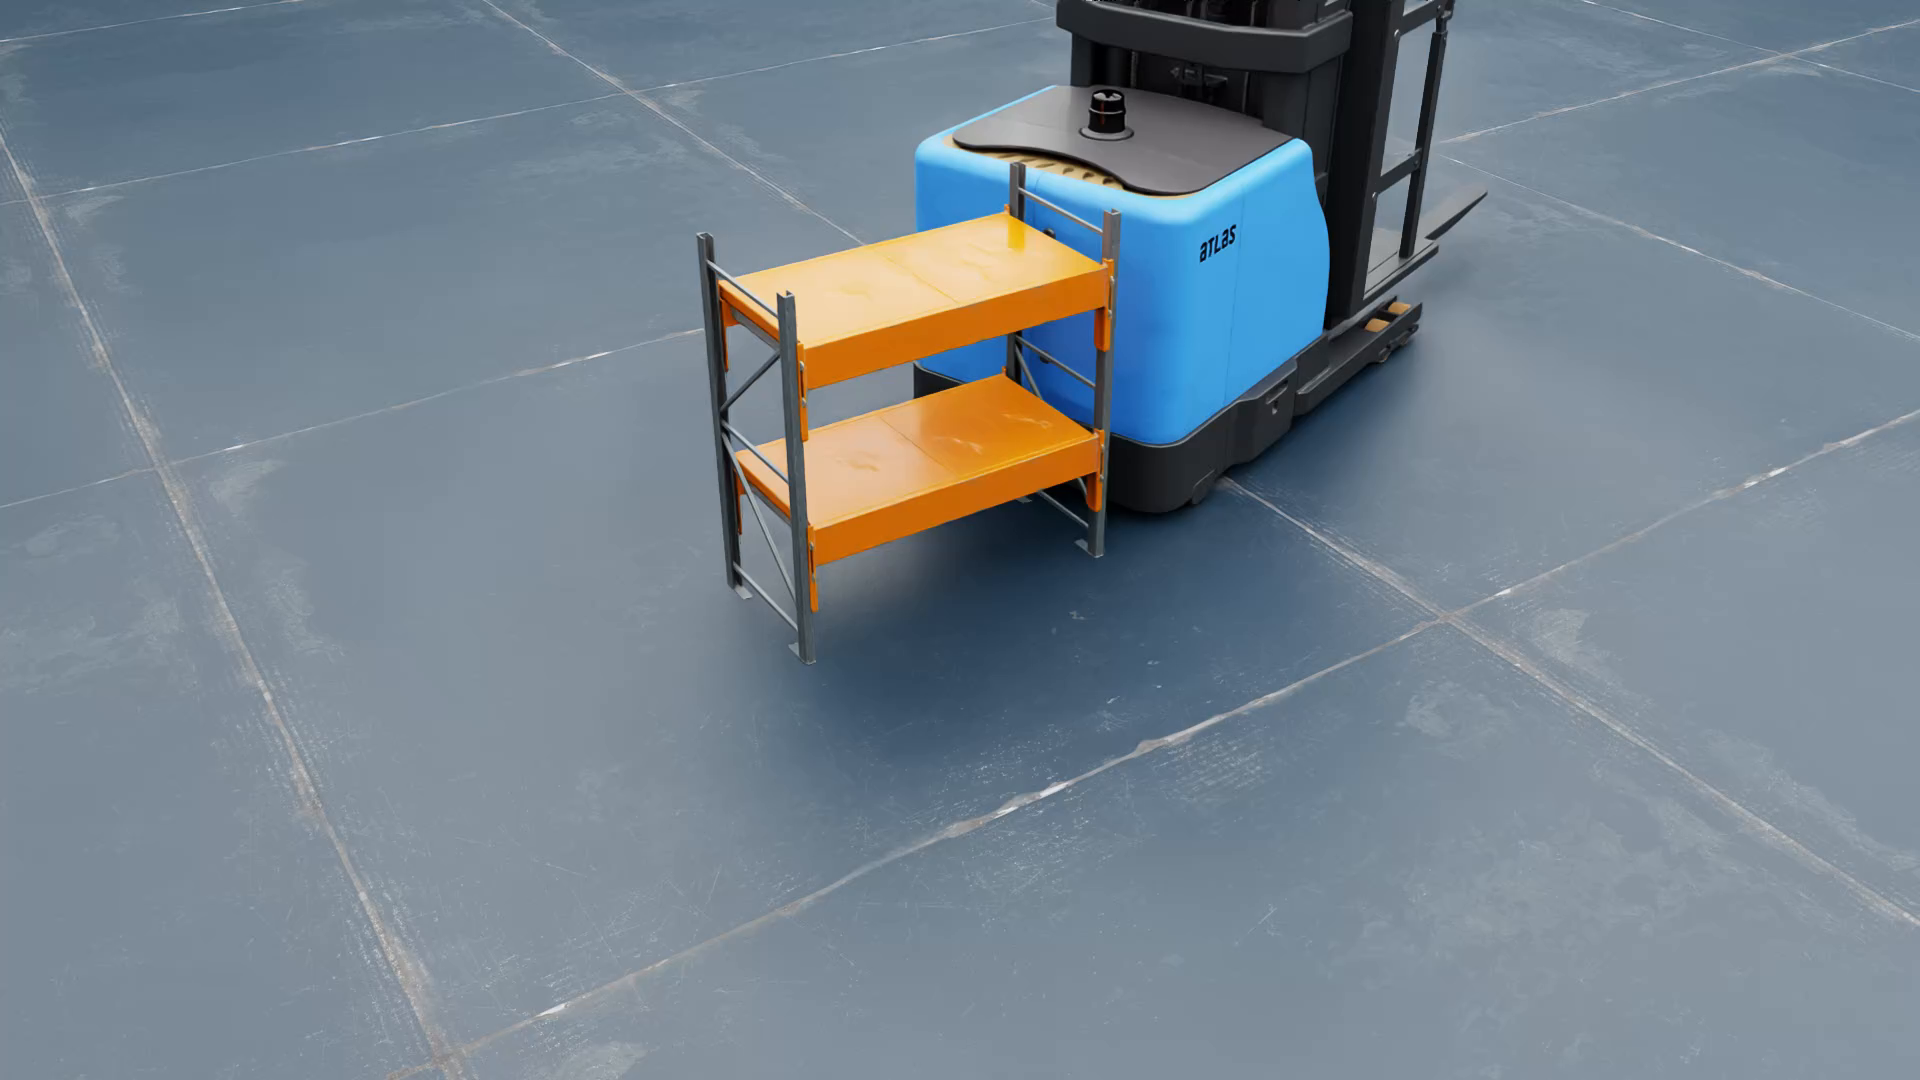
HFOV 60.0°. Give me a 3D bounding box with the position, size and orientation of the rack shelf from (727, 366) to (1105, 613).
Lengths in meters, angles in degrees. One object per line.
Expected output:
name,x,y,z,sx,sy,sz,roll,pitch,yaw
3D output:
rack shelf,-0.130,-0.176,4.933,1.000,0.278,0.538,-19,37,-28

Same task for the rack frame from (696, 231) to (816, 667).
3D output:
rack frame,-0.555,-0.235,4.568,0.032,1.125,0.500,-19,37,-28

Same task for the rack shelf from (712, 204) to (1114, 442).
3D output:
rack shelf,-0.130,-0.631,4.647,1.000,0.278,0.538,-19,37,-28

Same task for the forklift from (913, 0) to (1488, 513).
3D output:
forklift,1.130,-2.053,5.757,1.130,2.935,3.031,22,38,31

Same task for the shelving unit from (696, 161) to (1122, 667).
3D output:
shelving unit,-0.130,-0.383,4.803,1.048,1.125,0.538,-19,37,-28

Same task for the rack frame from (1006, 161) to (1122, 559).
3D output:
rack frame,0.296,-0.531,5.038,0.032,1.125,0.500,-19,37,-28
